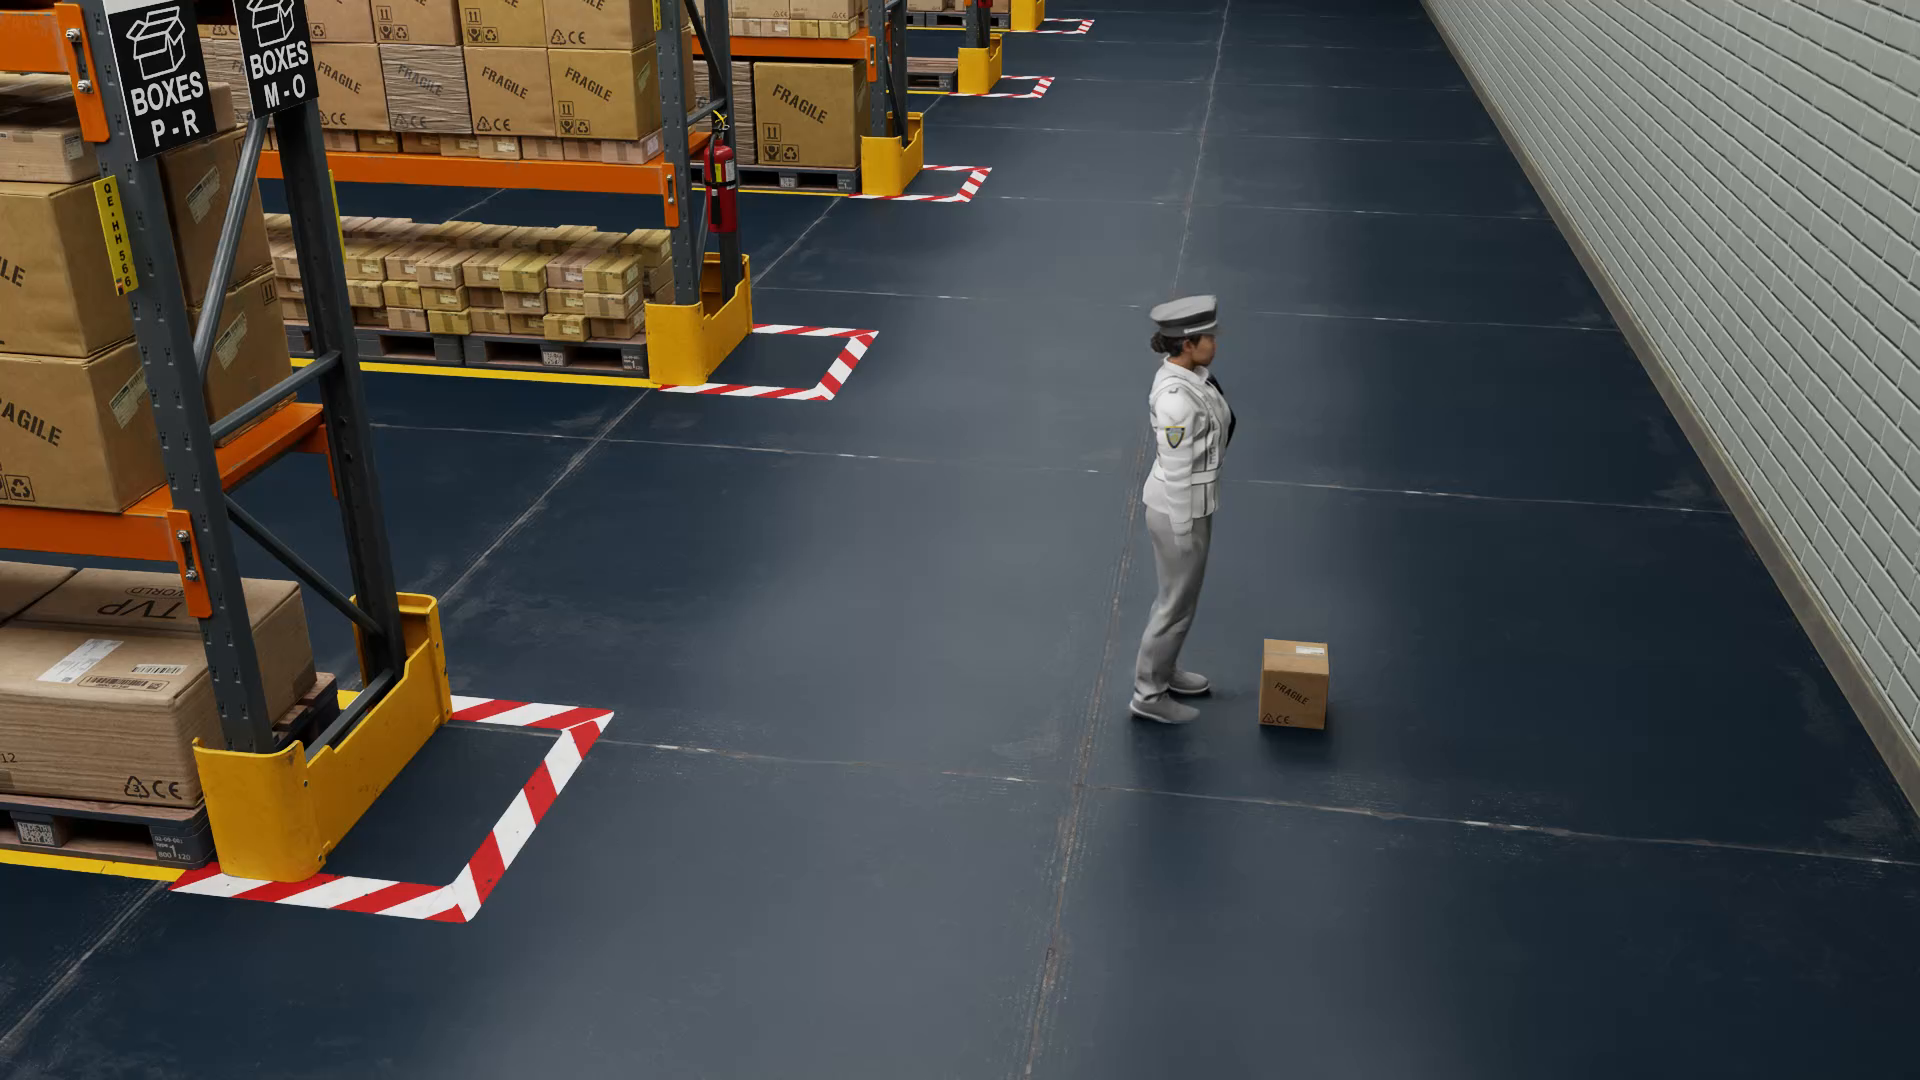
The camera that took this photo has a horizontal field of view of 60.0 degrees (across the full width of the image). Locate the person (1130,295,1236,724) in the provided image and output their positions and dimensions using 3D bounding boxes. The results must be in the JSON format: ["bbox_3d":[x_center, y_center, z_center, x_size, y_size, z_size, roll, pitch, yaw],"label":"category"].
[{"bbox_3d":[0.856,-0.110,6.352,0.337,1.692,0.466,5,25,10],"label":"person"}]
